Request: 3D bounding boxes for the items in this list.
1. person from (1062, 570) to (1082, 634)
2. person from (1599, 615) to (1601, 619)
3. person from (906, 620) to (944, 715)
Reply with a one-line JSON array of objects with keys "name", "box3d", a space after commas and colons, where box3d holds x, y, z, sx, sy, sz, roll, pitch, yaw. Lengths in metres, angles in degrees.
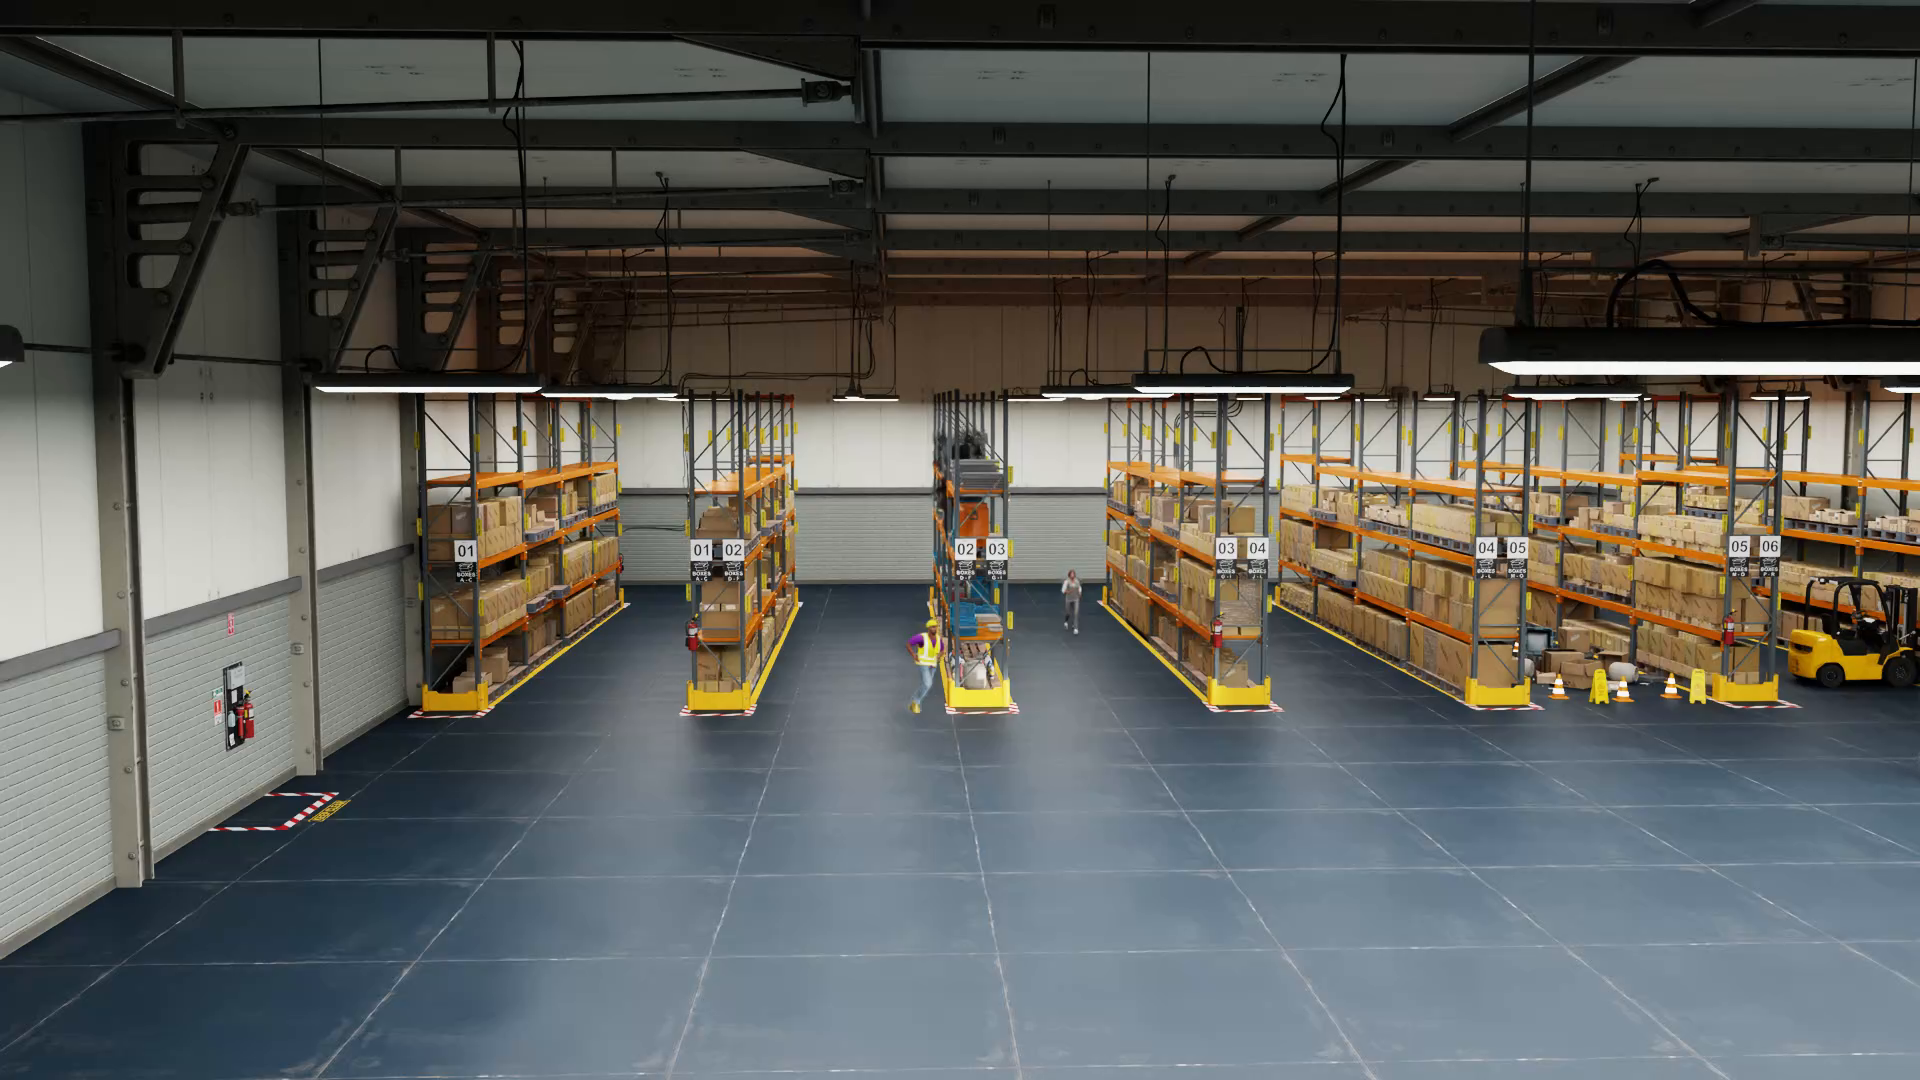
[{"name": "person", "box3d": [2.797, 1.530, 41.526, 0.543, 1.578, 0.882, -1, 5, -9]}, {"name": "person", "box3d": [16.591, 1.331, 43.232, 0.670, 1.753, 0.687, 0, 5, -6]}, {"name": "person", "box3d": [-0.609, 2.347, 30.894, 0.685, 1.754, 0.630, -4, 6, -40]}]
